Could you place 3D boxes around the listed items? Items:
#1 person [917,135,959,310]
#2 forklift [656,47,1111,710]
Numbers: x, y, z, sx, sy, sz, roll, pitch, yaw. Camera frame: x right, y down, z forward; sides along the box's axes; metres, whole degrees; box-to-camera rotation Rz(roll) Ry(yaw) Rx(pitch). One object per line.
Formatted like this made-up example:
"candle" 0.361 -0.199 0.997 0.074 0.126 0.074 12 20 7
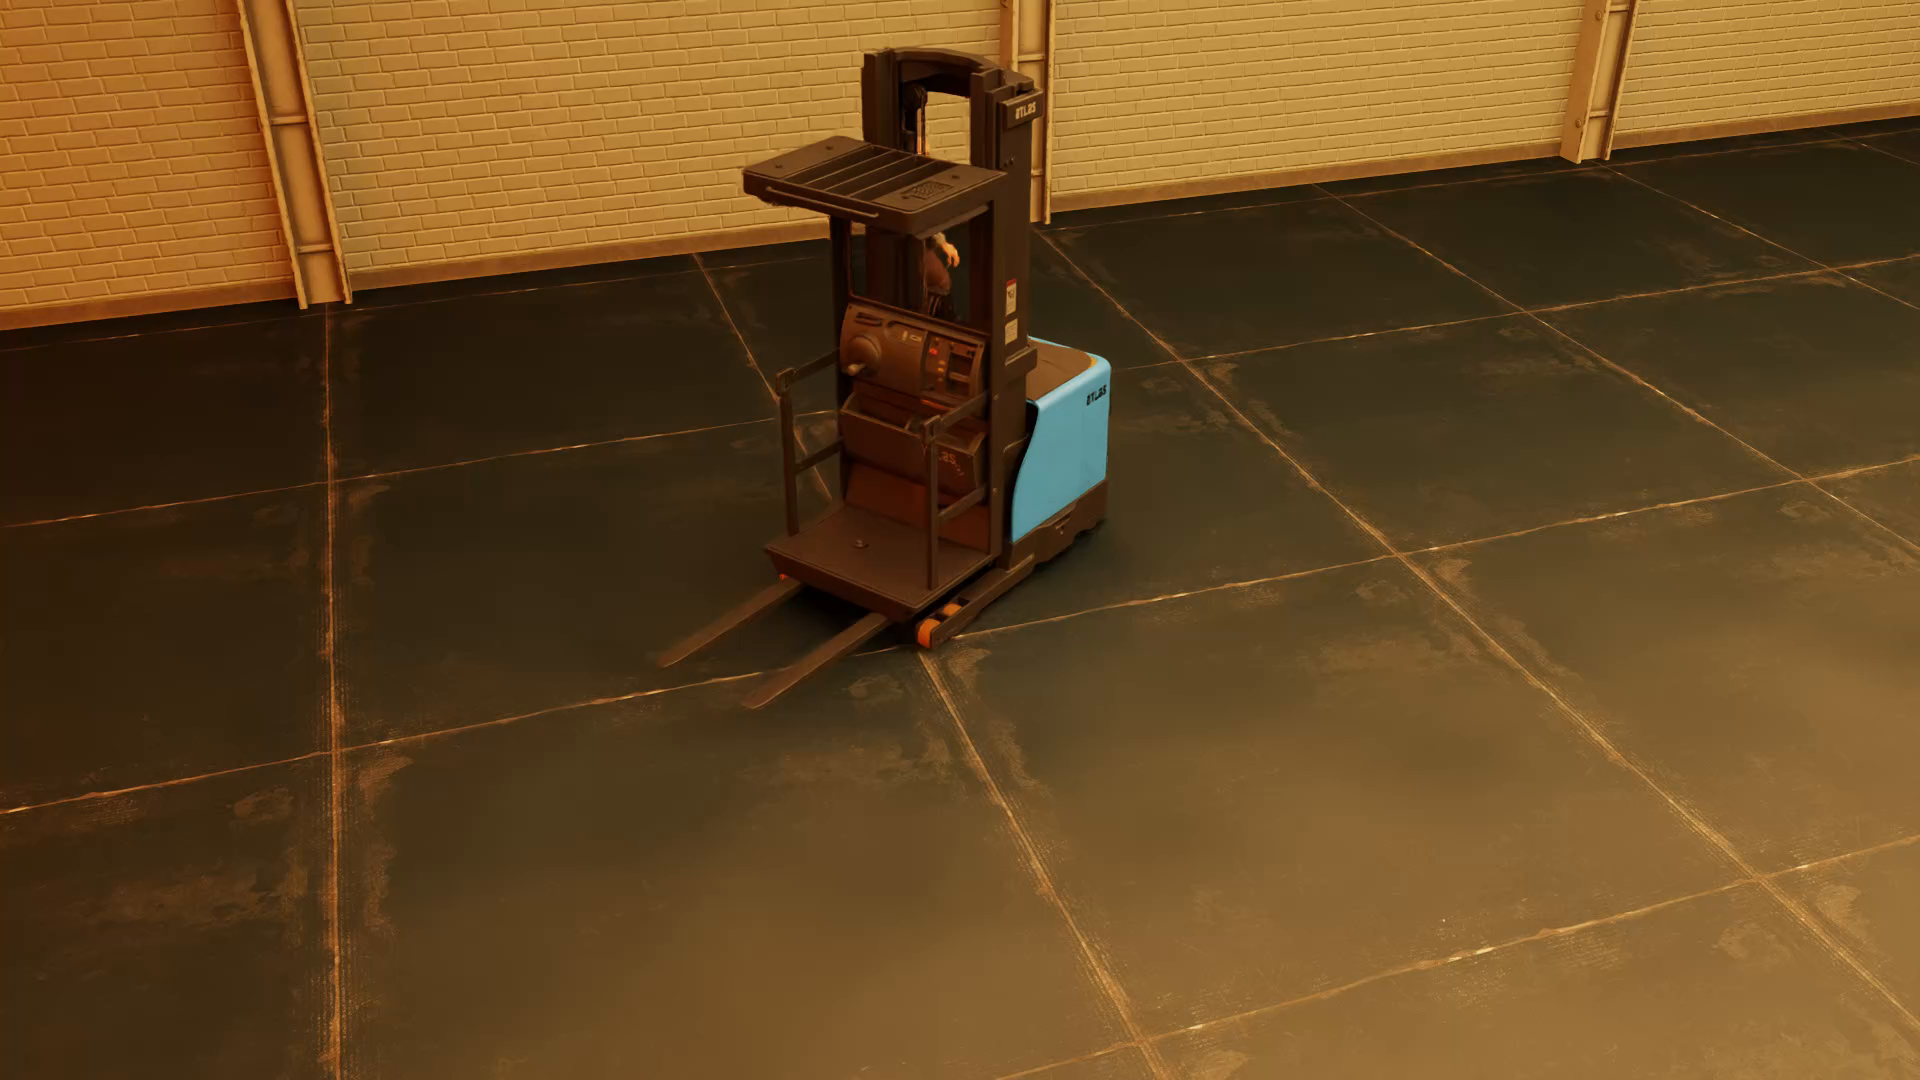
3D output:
"person" -0.230 -2.169 12.205 0.815 1.595 0.857 -21 36 -32
"forklift" -0.384 -0.953 8.744 1.130 2.935 3.031 20 36 31
